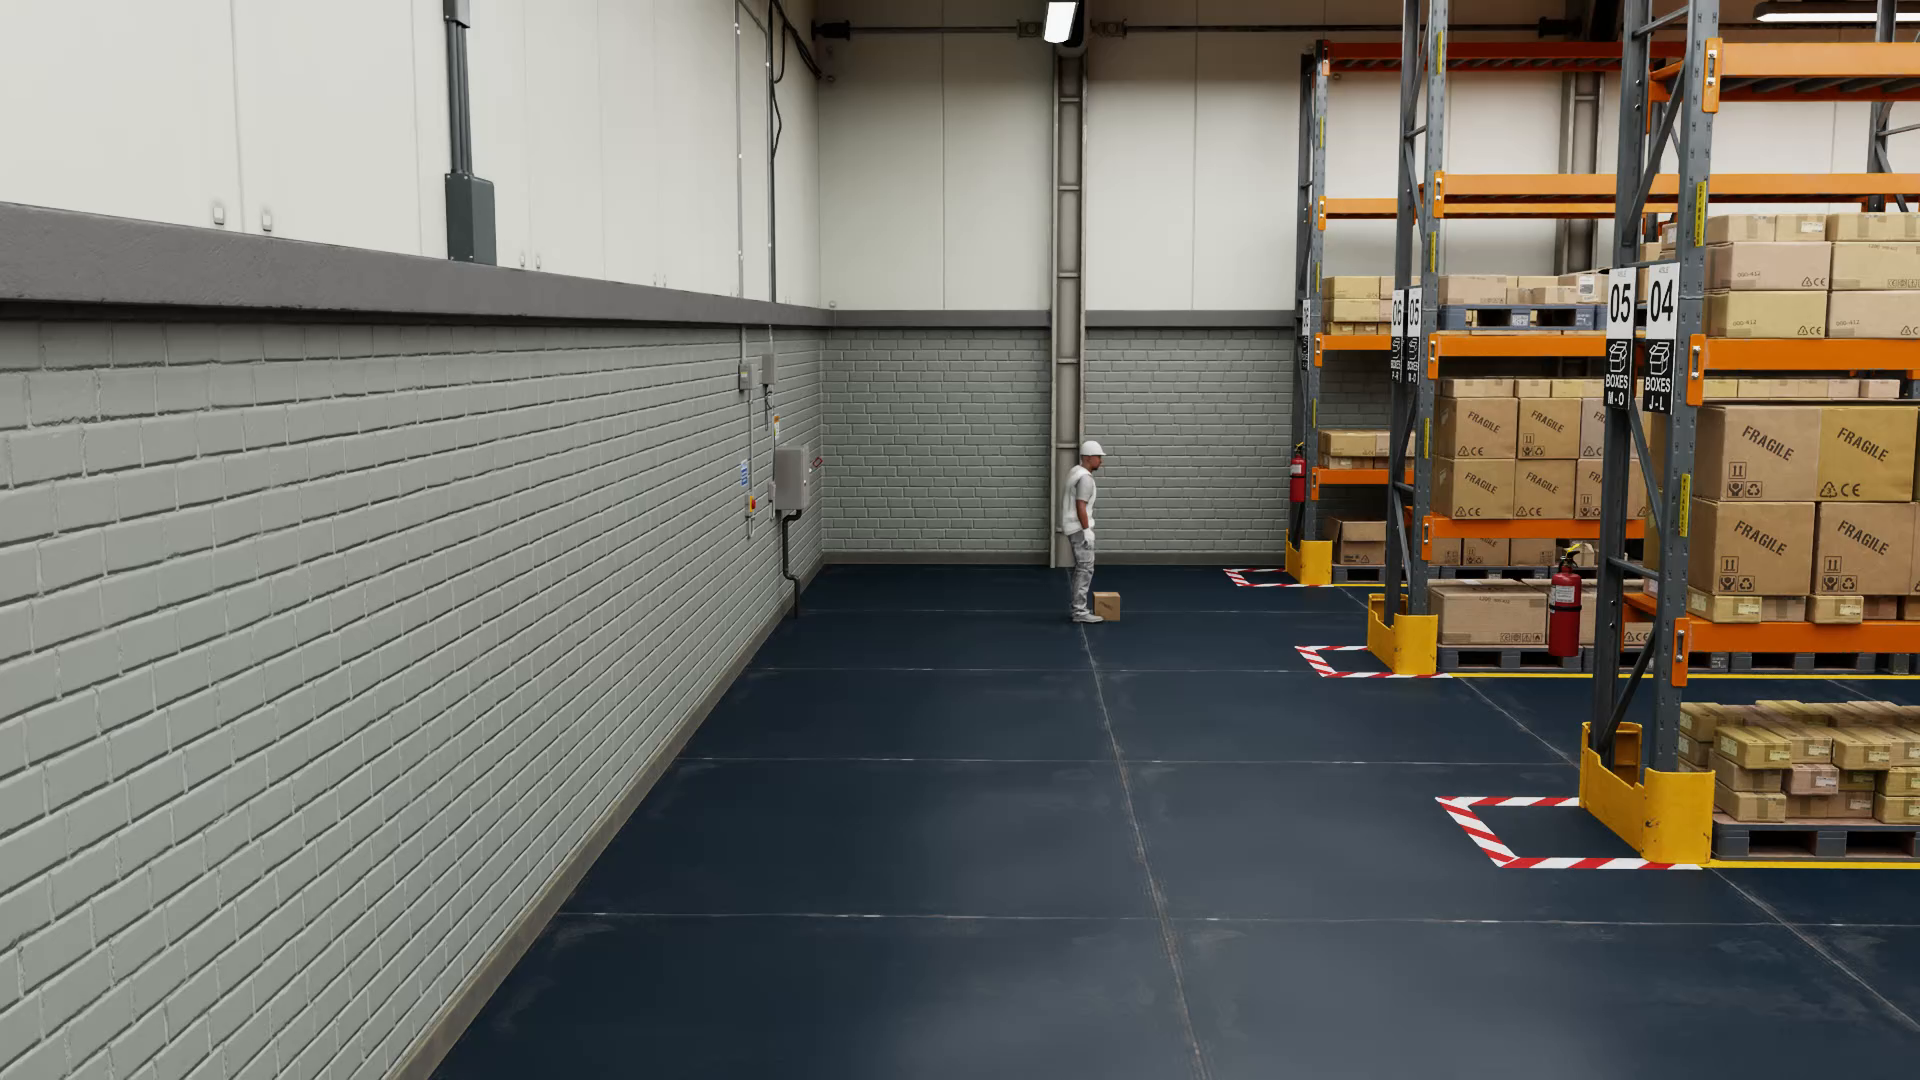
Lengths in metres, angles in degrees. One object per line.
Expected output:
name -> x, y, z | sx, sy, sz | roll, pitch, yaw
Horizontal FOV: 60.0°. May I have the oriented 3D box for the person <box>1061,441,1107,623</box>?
person -> 1.225, -0.091, 16.454 | 0.452, 1.772, 0.615 | 0, 7, -1
